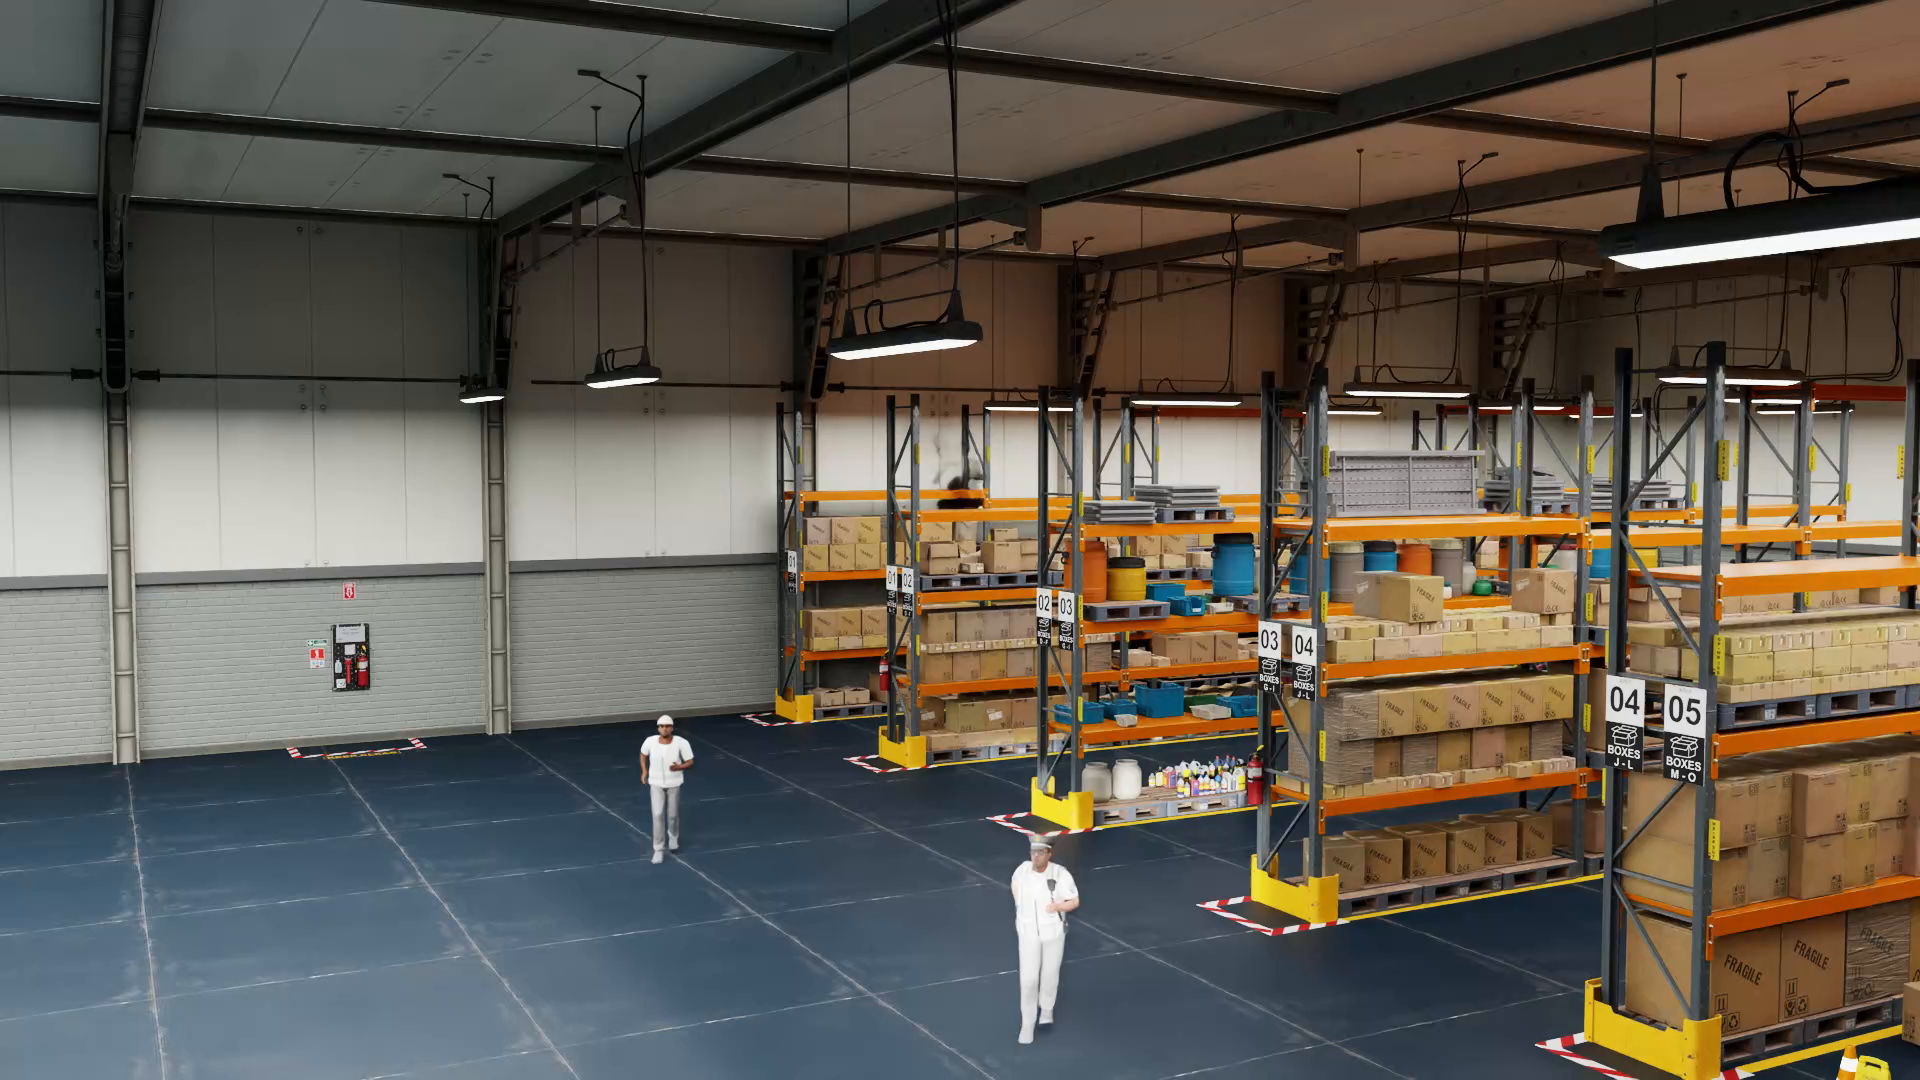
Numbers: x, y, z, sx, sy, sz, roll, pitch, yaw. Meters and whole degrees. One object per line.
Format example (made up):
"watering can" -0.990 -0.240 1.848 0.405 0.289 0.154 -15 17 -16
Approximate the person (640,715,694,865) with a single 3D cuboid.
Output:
"person" -3.685 3.083 20.864 0.687 1.793 0.827 0 3 -4

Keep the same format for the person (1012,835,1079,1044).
"person" 0.732 3.468 14.533 0.625 1.842 0.769 1 3 9
